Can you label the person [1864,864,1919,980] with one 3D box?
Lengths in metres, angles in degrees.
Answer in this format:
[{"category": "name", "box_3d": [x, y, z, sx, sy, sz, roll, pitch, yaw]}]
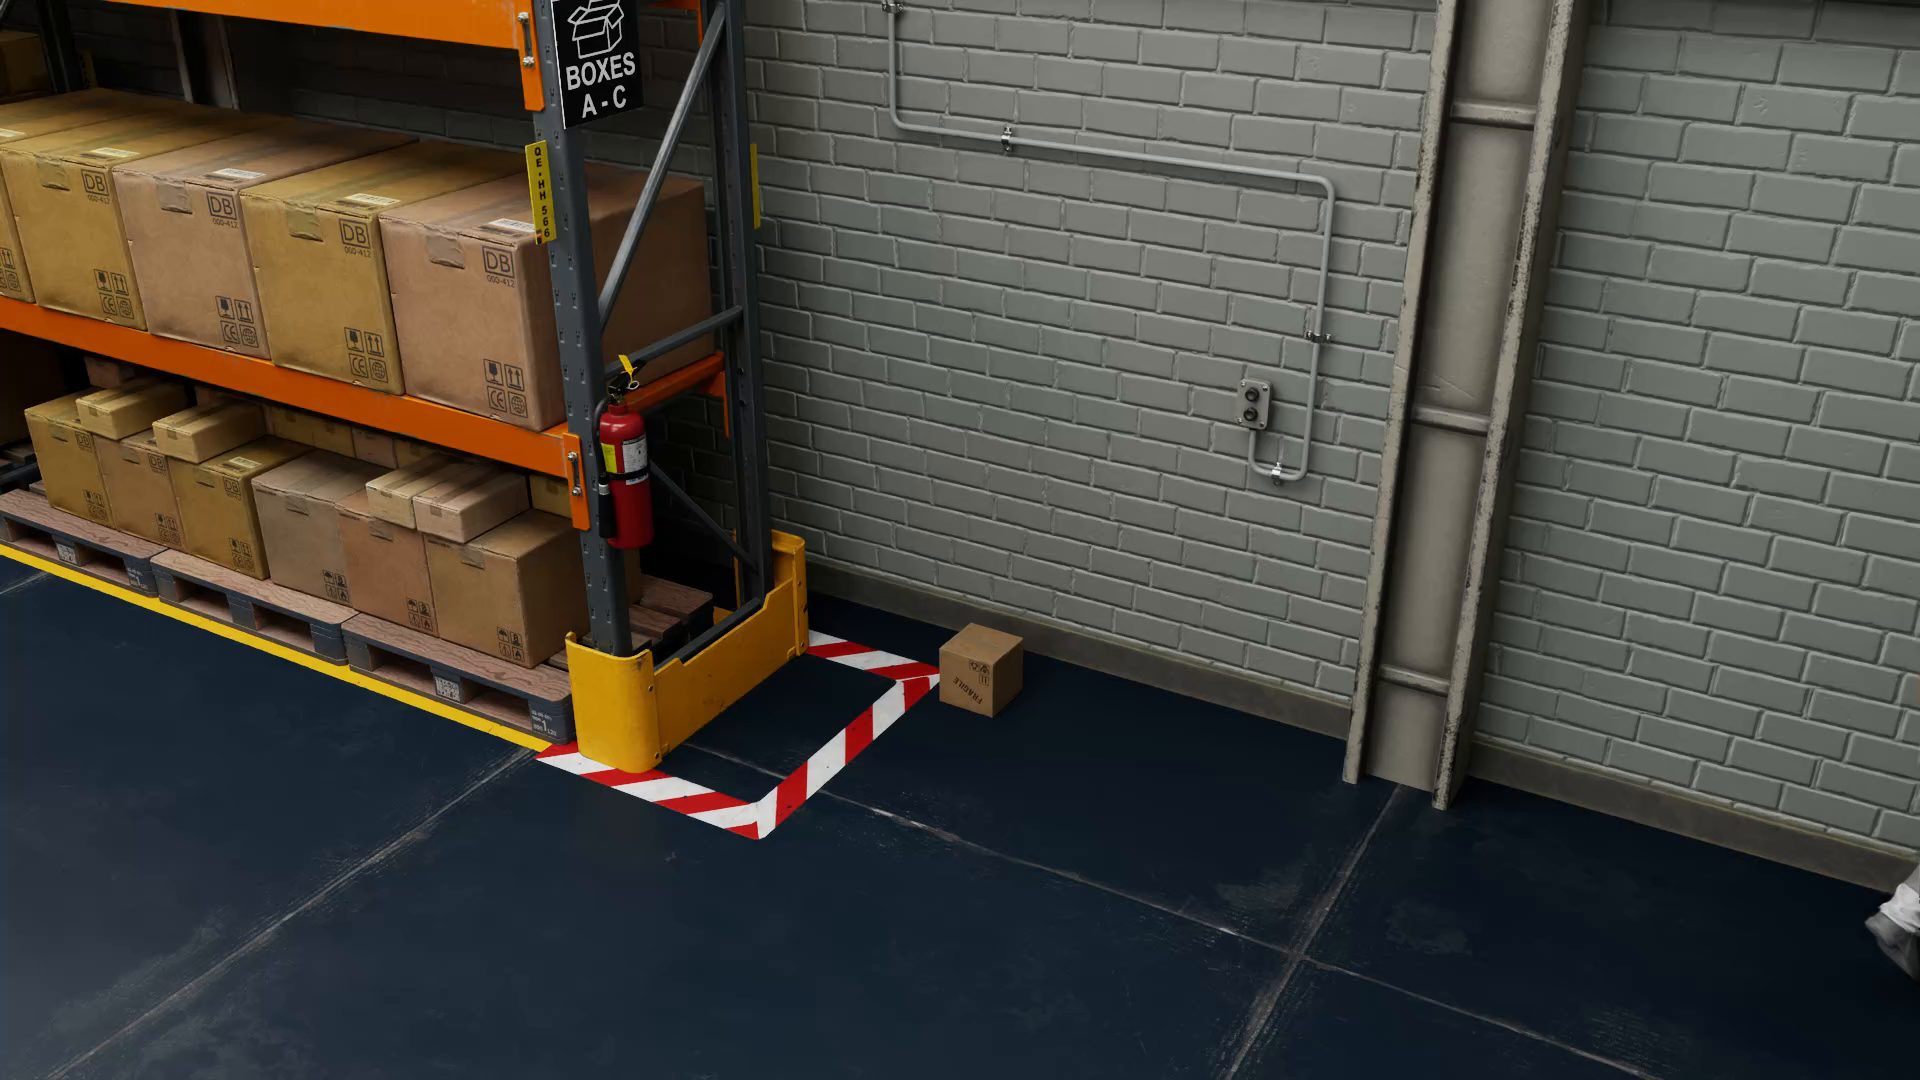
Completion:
[{"category": "person", "box_3d": [3.054, 0.646, 4.739, 0.534, 1.778, 0.567, -4, 27, -7]}]
